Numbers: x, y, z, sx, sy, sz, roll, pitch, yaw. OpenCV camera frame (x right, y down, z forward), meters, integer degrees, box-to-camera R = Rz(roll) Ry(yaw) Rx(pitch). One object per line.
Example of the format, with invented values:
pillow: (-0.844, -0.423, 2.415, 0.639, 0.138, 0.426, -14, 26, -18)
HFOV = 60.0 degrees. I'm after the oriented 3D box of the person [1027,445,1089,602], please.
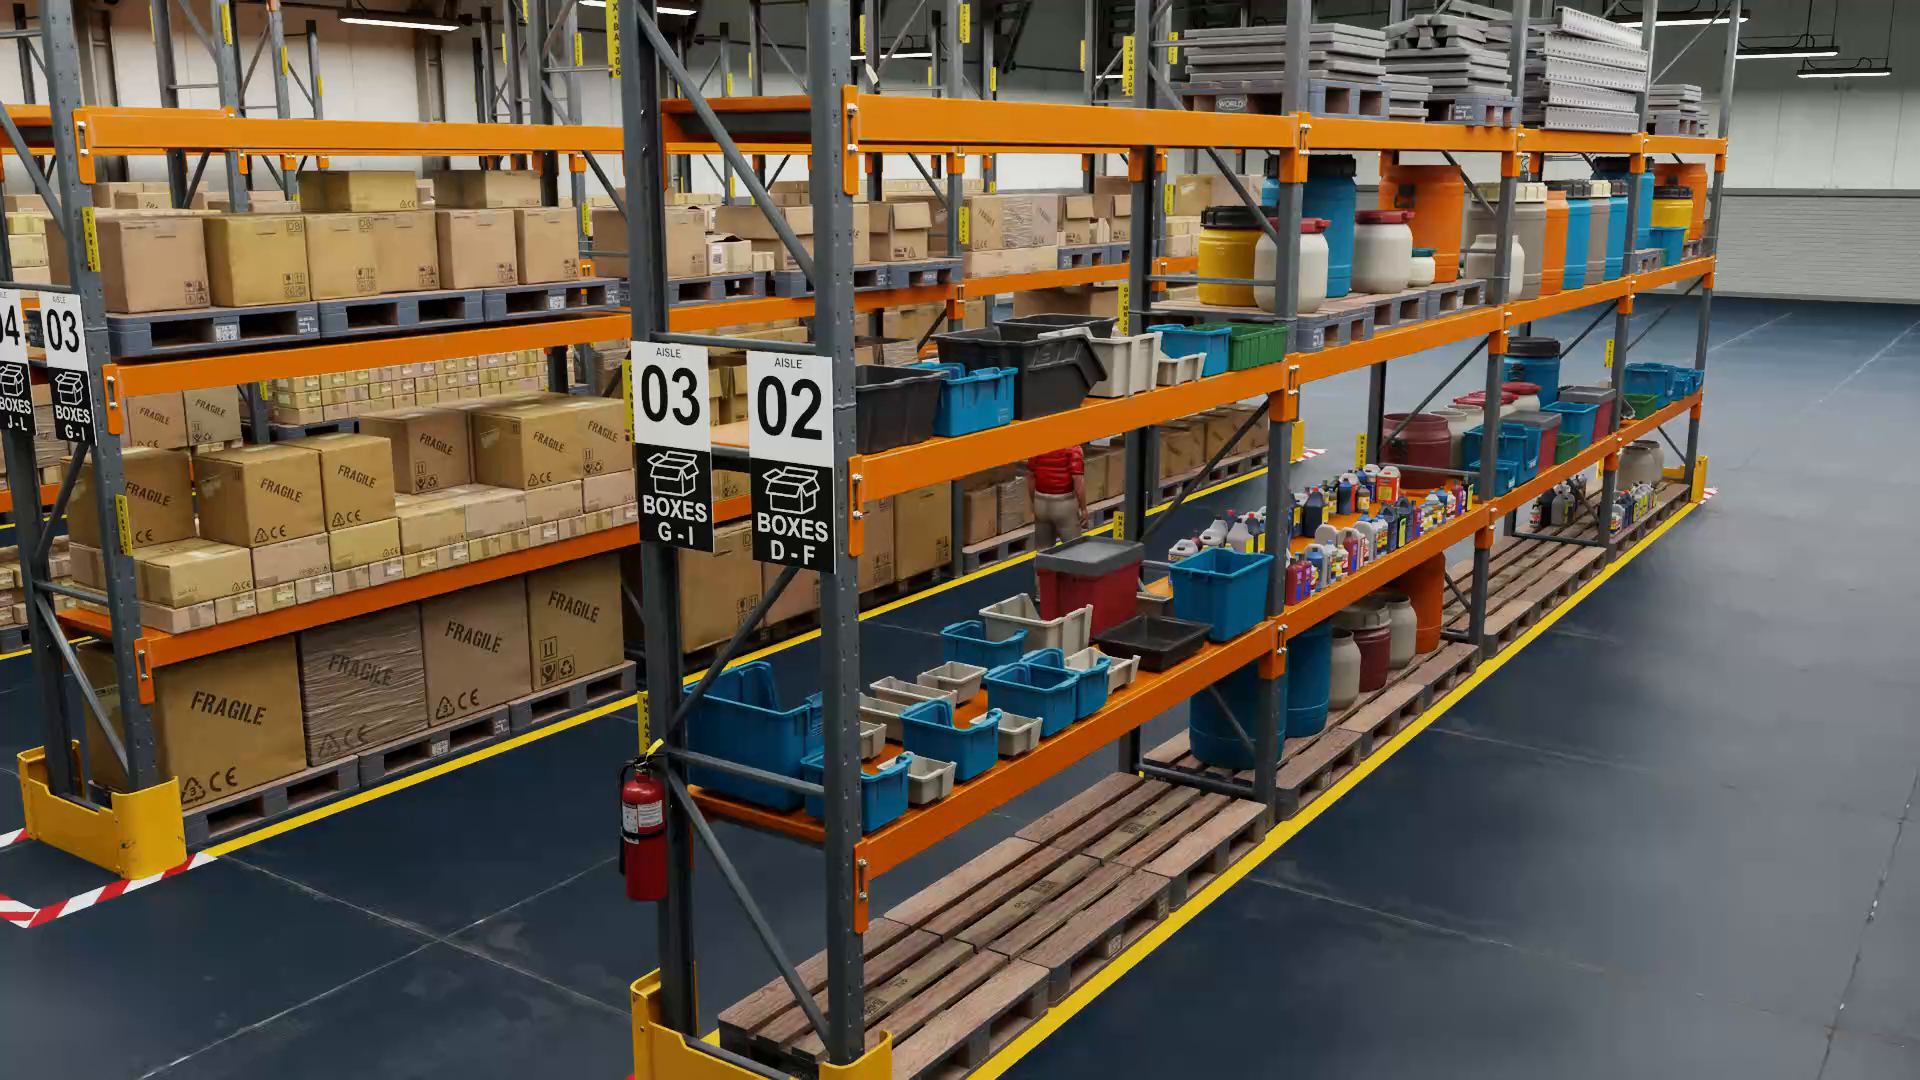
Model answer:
person: (0.871, -0.283, 14.752, 0.584, 1.726, 0.395, 8, 15, 32)
